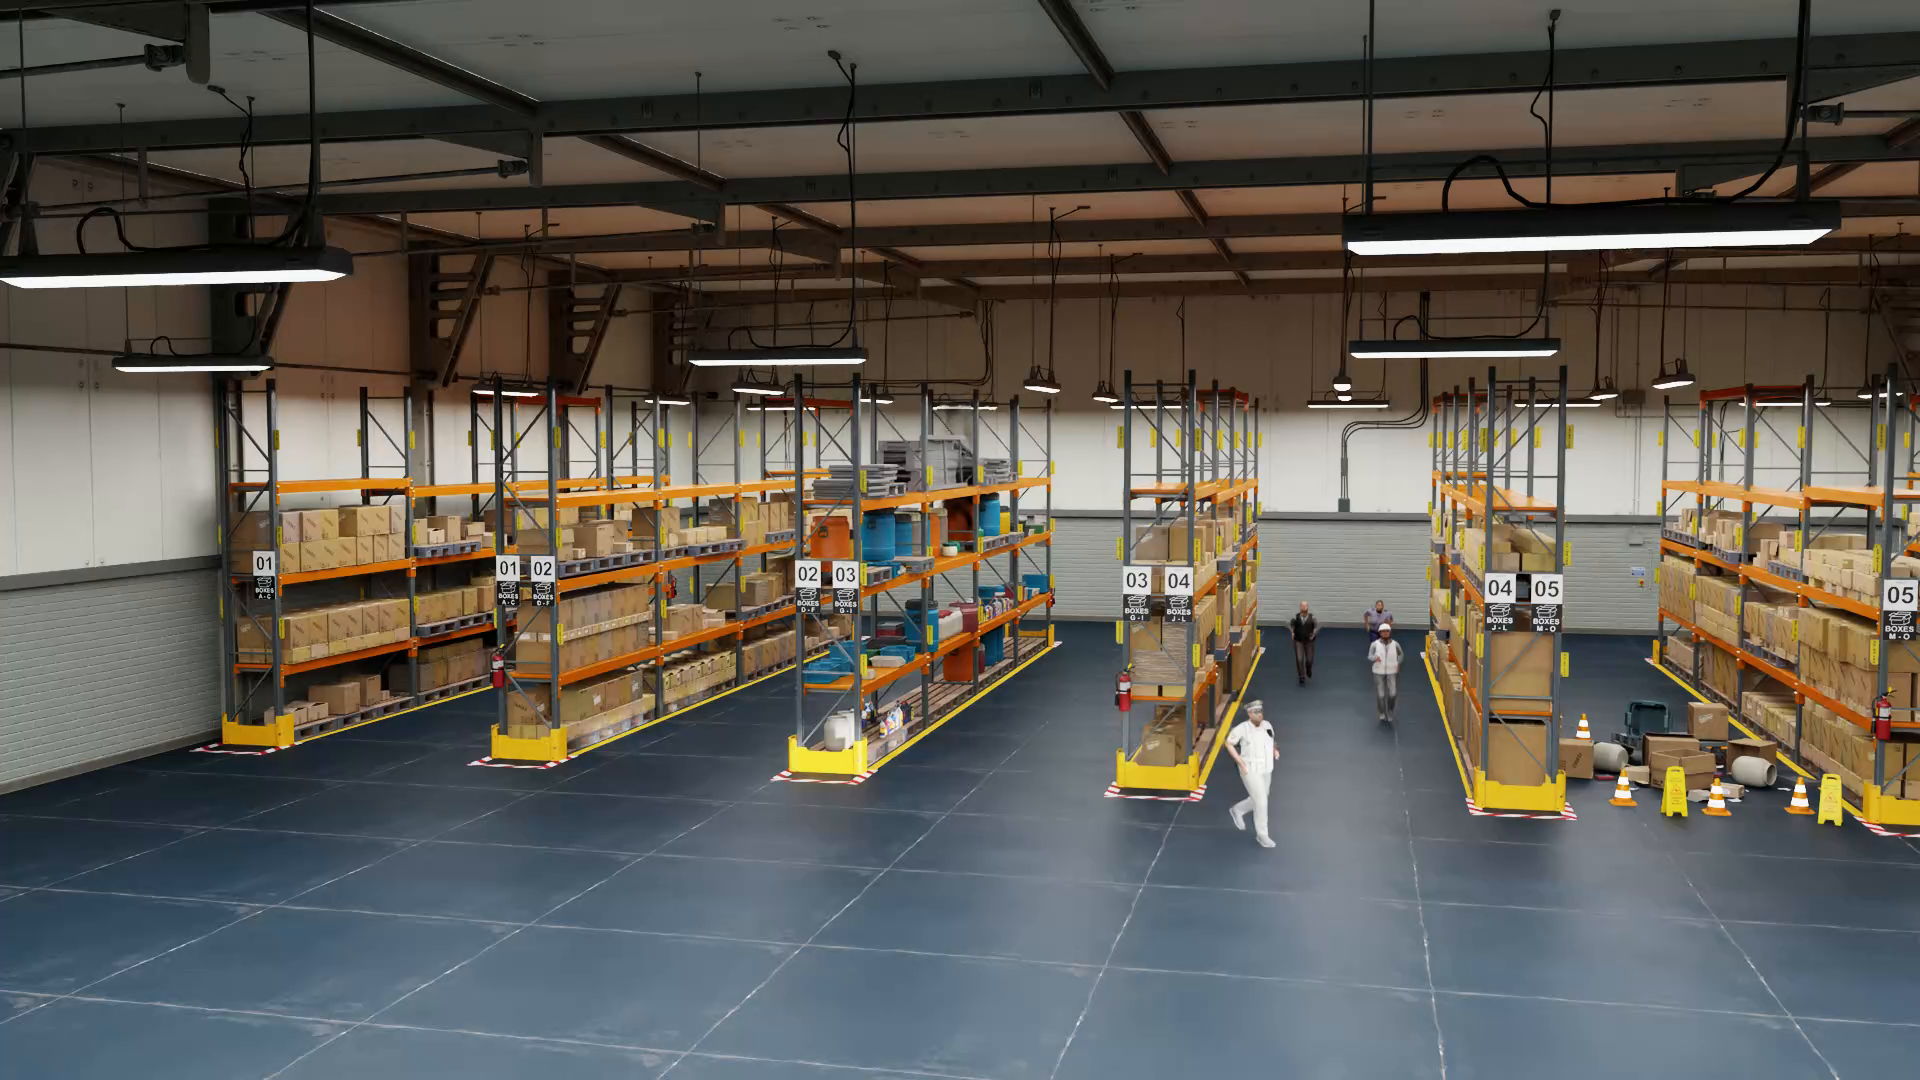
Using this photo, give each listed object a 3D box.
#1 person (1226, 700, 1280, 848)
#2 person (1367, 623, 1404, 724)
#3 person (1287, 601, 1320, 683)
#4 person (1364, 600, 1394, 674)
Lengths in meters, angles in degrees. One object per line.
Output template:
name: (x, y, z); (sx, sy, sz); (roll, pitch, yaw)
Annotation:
person: (3.681, 2.876, 20.789); (0.651, 1.796, 0.876); (-2, 4, -31)
person: (7.527, 2.364, 29.375); (0.642, 1.767, 0.647); (1, 3, 11)
person: (7.099, 2.103, 34.369); (0.659, 1.673, 0.614); (1, 4, 13)
person: (8.930, 2.079, 35.461); (0.598, 1.641, 0.892); (0, 3, 6)
